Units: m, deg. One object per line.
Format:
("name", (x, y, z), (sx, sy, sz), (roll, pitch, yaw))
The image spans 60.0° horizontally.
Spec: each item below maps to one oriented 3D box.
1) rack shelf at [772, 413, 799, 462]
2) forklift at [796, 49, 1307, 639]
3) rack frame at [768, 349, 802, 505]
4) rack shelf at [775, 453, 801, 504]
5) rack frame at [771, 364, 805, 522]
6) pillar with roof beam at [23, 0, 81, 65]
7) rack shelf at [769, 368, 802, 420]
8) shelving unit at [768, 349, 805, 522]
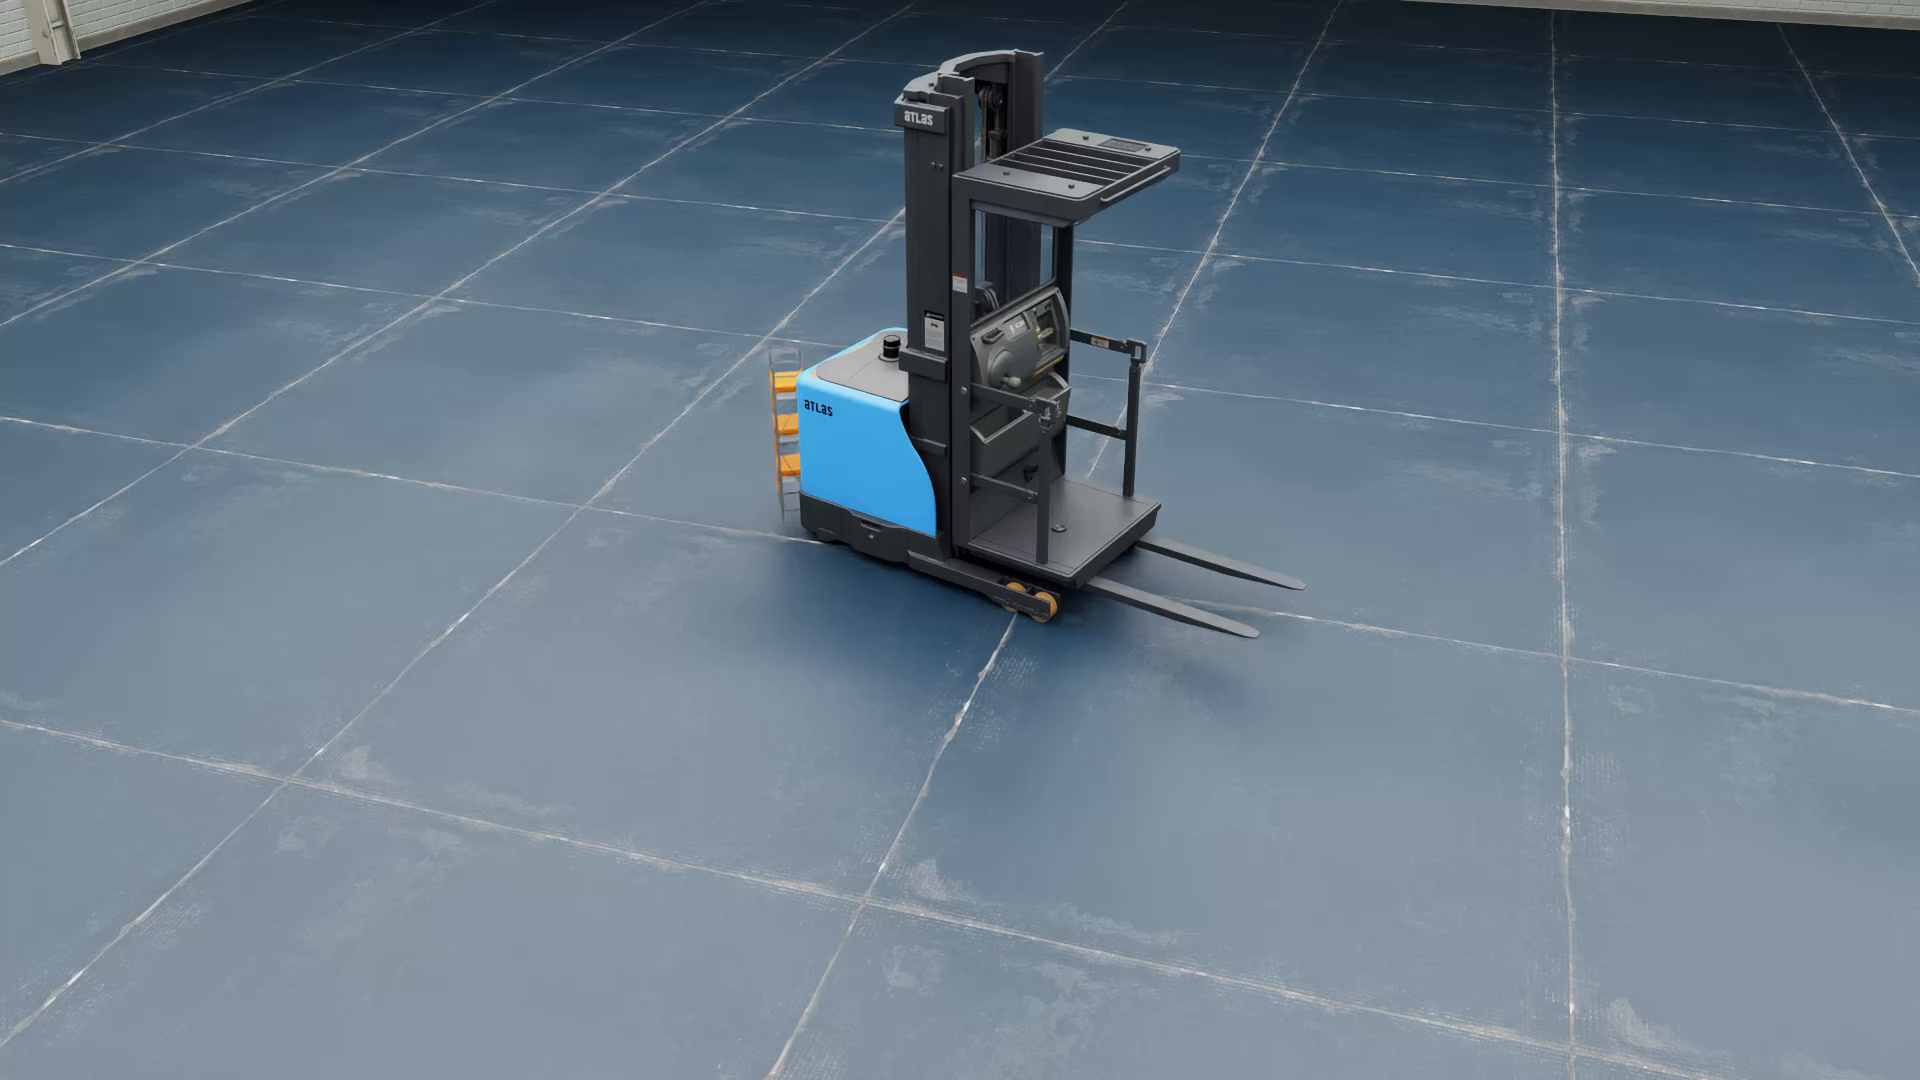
("rack shelf", (-1.050, -0.635, 10.362), (0.215, 0.259, 0.240), (-5, 28, -8))
("forklift", (0.516, -1.110, 9.266), (3.031, 2.935, 1.130), (18, 34, 29))
("rack frame", (-1.070, -0.701, 10.463), (0.200, 1.050, 0.008), (-5, 28, -8))
("rack shelf", (-1.046, -0.390, 10.493), (0.215, 0.259, 0.240), (-5, 28, -8))
("rack frame", (-1.029, -0.588, 10.251), (0.200, 1.050, 0.008), (-5, 28, -8))
("pillar with roof beam", (-7.432, -9.469, 18.051), (9.100, 9.000, 0.400), (8, 30, 15))
("rack shelf", (-1.053, -0.886, 10.228), (0.215, 0.259, 0.240), (-5, 28, -8))
("shelving unit", (-1.050, -0.645, 10.357), (0.215, 1.050, 0.252), (-5, 28, -8))
